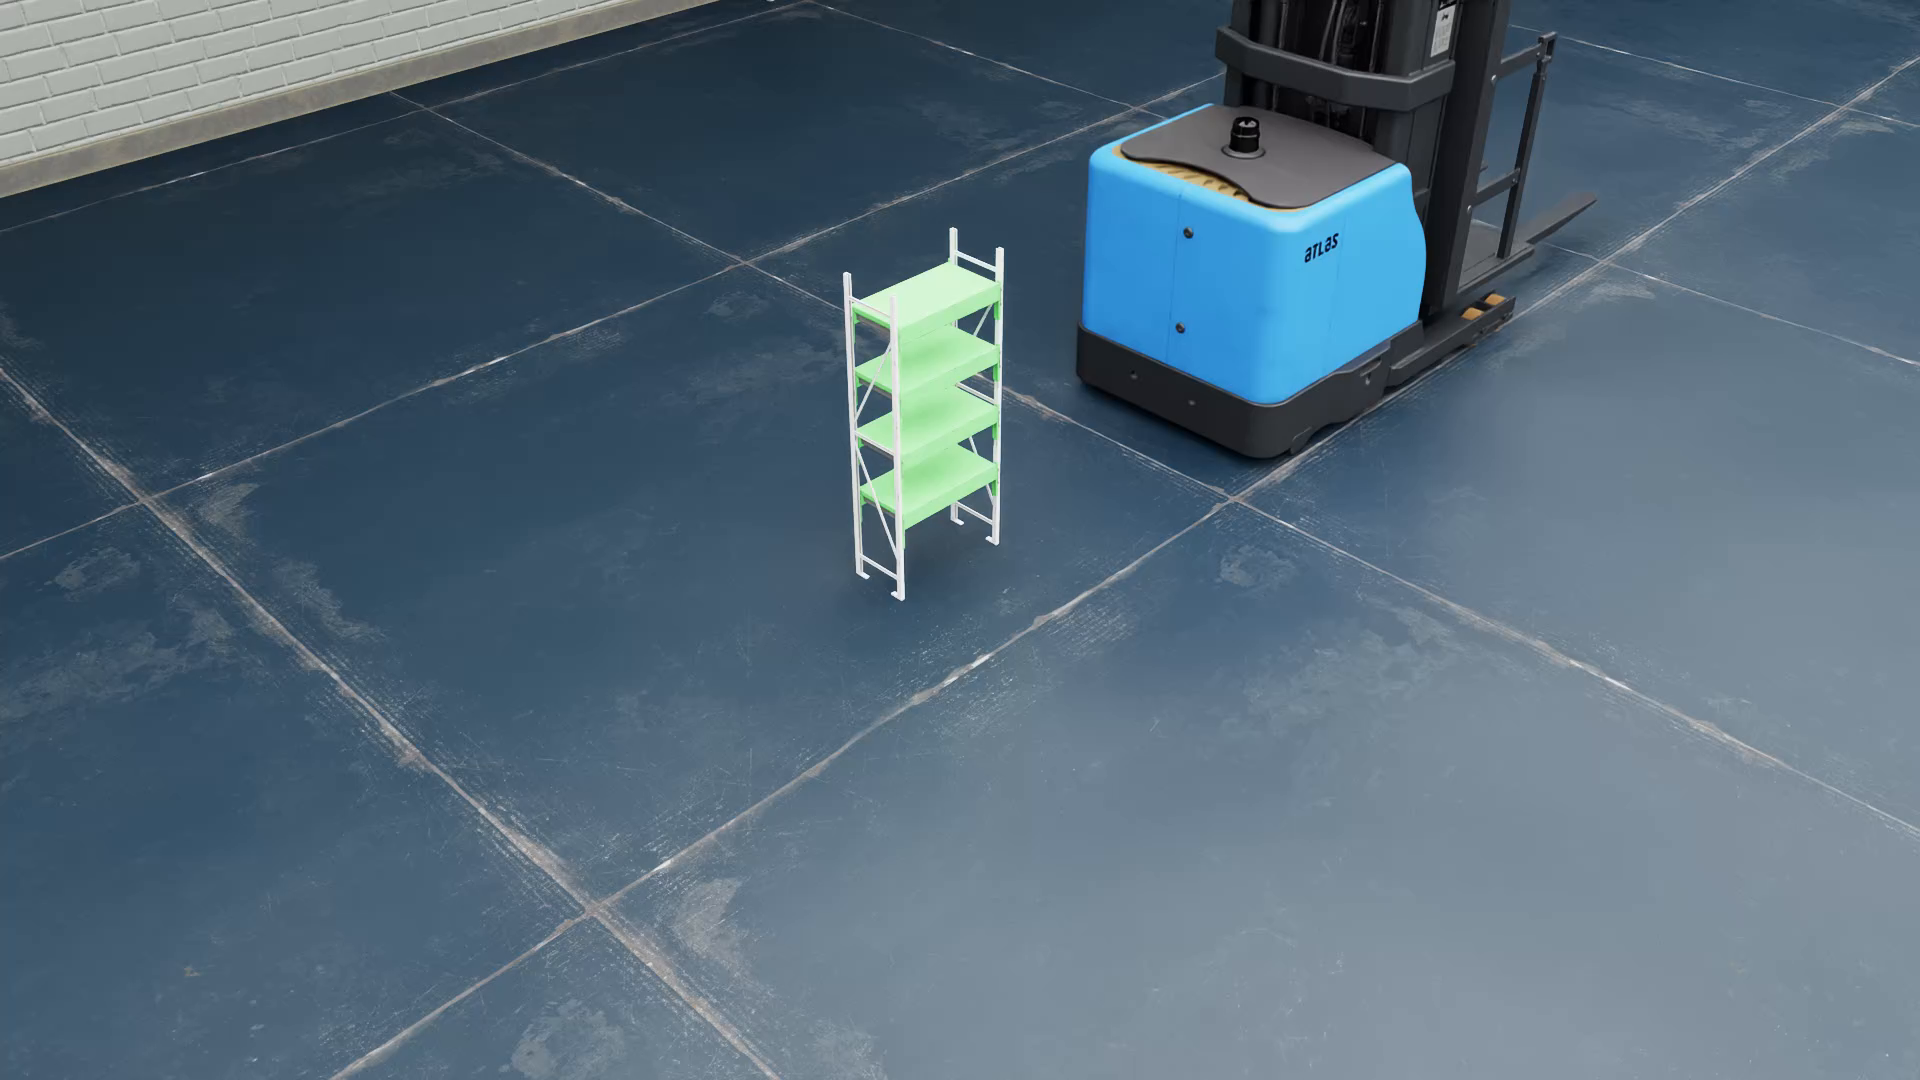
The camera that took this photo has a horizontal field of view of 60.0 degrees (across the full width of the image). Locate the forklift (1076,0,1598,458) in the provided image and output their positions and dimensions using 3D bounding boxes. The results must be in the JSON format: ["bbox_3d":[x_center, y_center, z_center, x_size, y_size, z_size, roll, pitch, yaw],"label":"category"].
[{"bbox_3d":[1.894,-2.267,6.938,1.130,2.935,3.031,30,45,35],"label":"forklift"}]

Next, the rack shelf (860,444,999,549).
[{"bbox_3d":[-0.117,-0.176,5.984,0.258,0.148,0.480,30,45,35],"label":"rack shelf"}]

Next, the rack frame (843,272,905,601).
[{"bbox_3d":[-0.289,-0.326,5.668,0.240,1.200,0.015,30,45,35],"label":"rack frame"}]

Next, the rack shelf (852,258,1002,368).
[{"bbox_3d":[-0.117,-0.766,5.572,0.258,0.148,0.480,30,45,35],"label":"rack shelf"}]

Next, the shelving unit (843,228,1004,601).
[{"bbox_3d":[-0.117,-0.425,5.810,0.258,1.200,0.503,30,45,35],"label":"shelving unit"}]

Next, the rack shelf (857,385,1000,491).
[{"bbox_3d":[-0.117,-0.373,5.847,0.258,0.148,0.480,30,45,35],"label":"rack shelf"}]

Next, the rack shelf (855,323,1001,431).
[{"bbox_3d":[-0.117,-0.569,5.710,0.258,0.148,0.480,30,45,35],"label":"rack shelf"}]

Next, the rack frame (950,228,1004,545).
[{"bbox_3d":[0.055,-0.524,5.952,0.240,1.200,0.015,30,45,35],"label":"rack frame"}]
